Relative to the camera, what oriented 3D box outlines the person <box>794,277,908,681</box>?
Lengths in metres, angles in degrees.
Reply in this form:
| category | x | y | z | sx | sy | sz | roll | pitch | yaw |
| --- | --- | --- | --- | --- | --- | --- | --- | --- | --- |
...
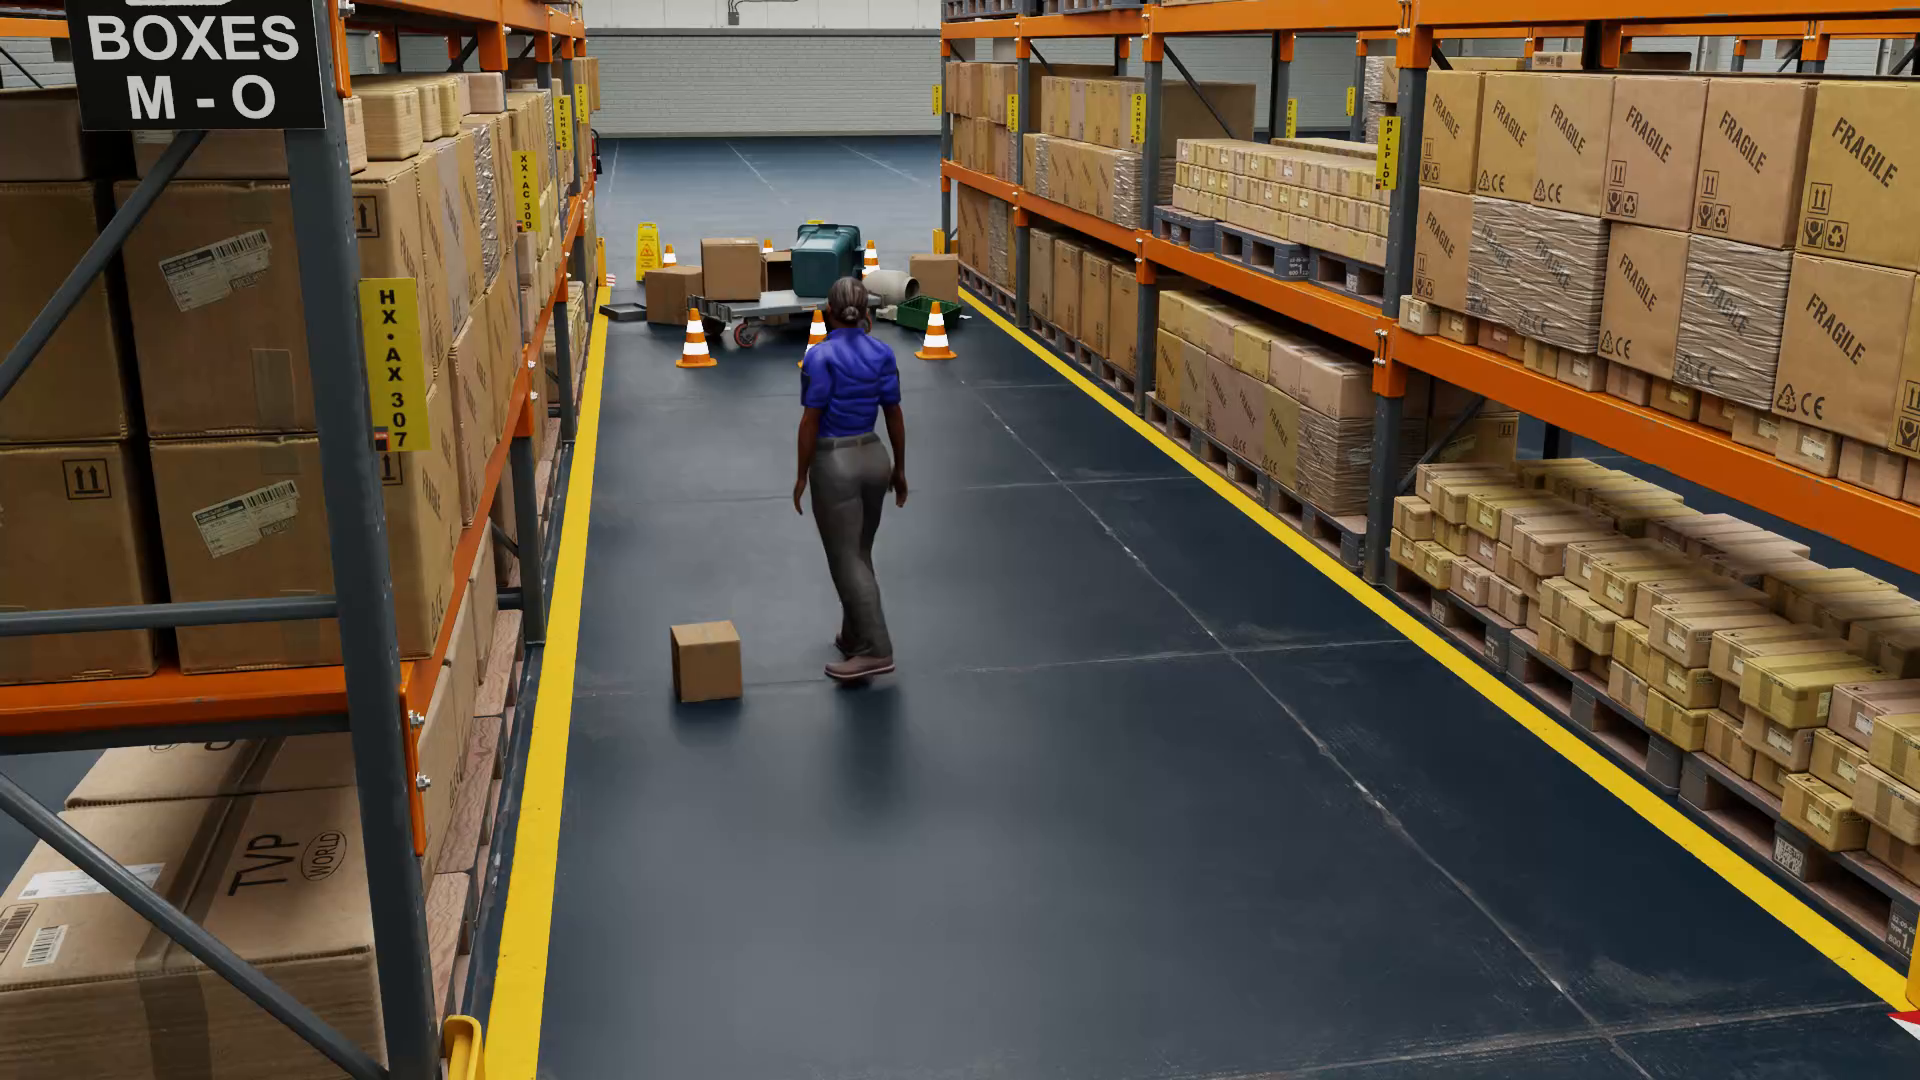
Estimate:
| category | x | y | z | sx | sy | sz | roll | pitch | yaw |
| --- | --- | --- | --- | --- | --- | --- | --- | --- | --- |
| person | -0.431 | -0.259 | 6.939 | 0.526 | 1.647 | 0.577 | -13 | 21 | -37 |
